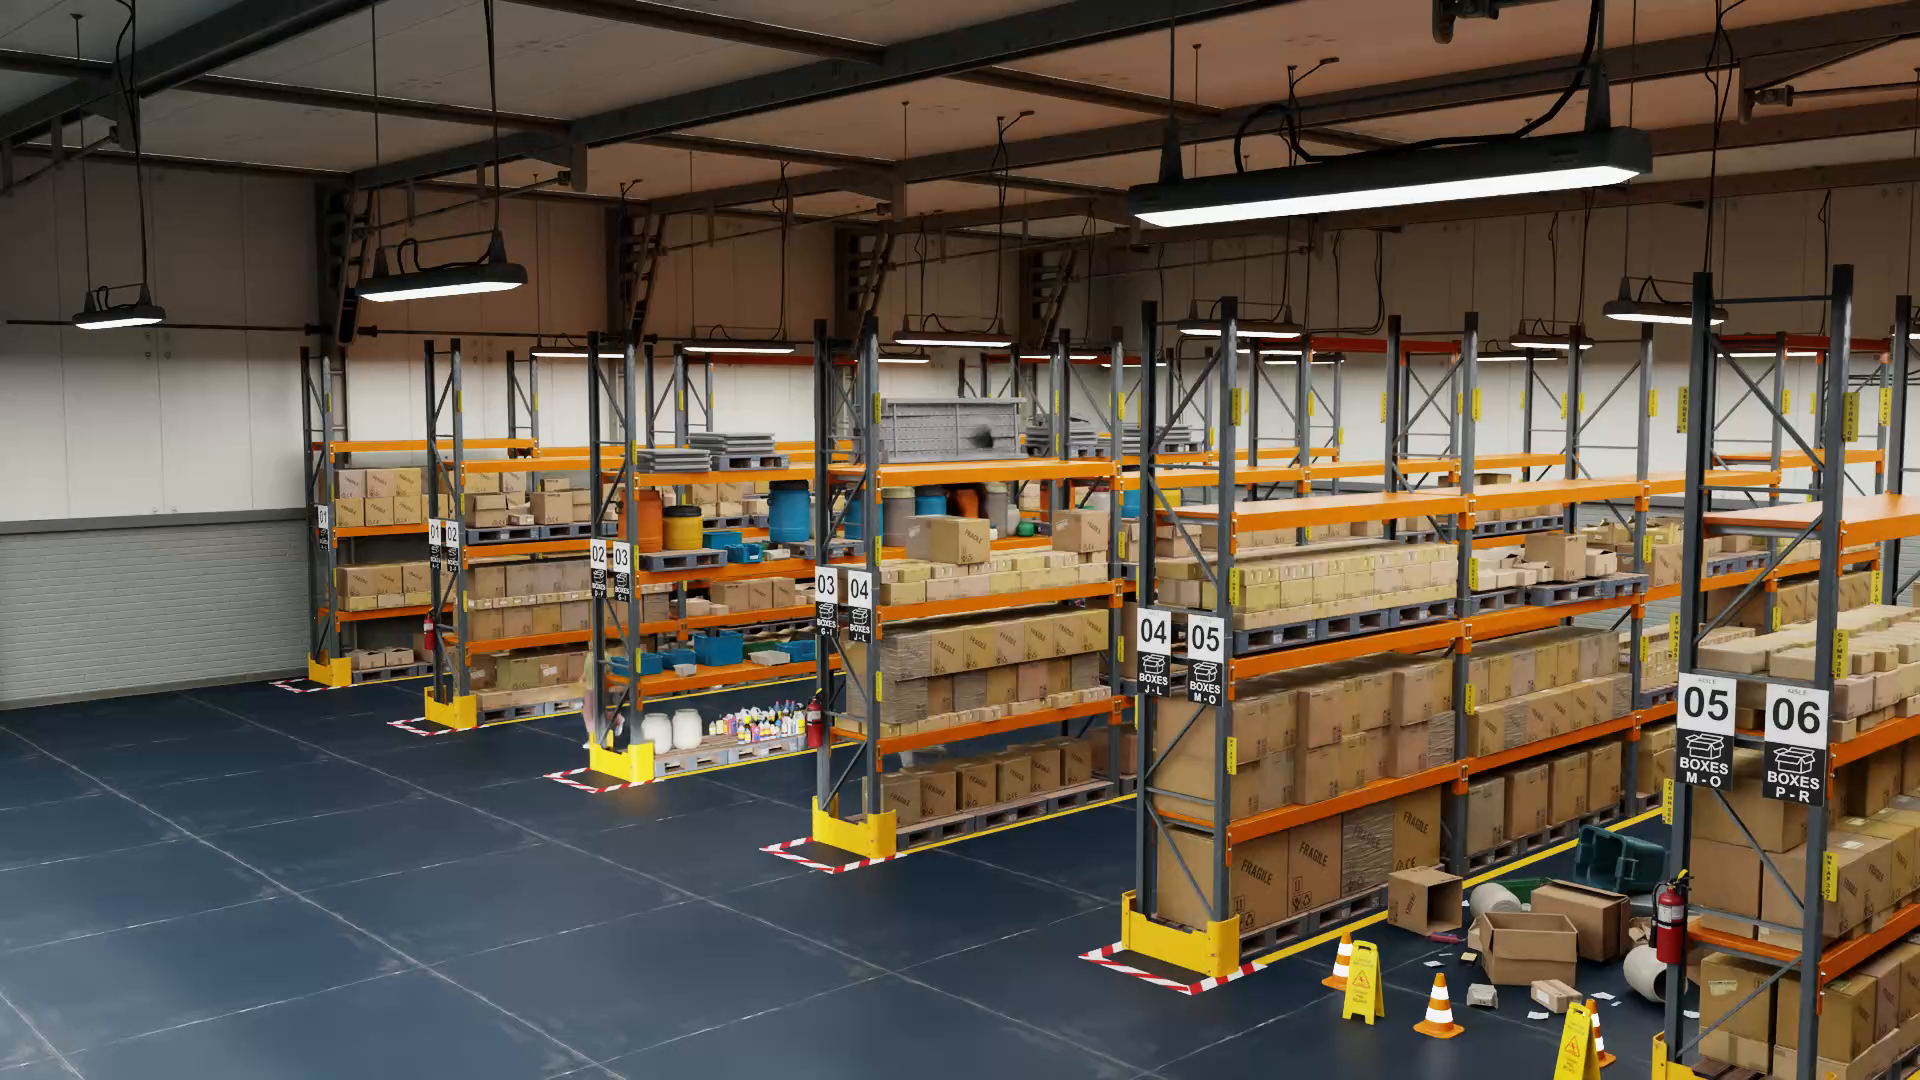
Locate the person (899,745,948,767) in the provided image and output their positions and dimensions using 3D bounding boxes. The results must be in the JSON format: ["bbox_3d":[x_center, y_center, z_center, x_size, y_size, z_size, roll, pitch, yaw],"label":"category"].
[{"bbox_3d":[-0.548,2.358,22.146,0.662,1.770,0.788,5,7,43],"label":"person"}]

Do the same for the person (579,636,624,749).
[{"bbox_3d":[-5.314,2.204,24.473,0.582,1.649,0.728,3,6,34],"label":"person"}]
